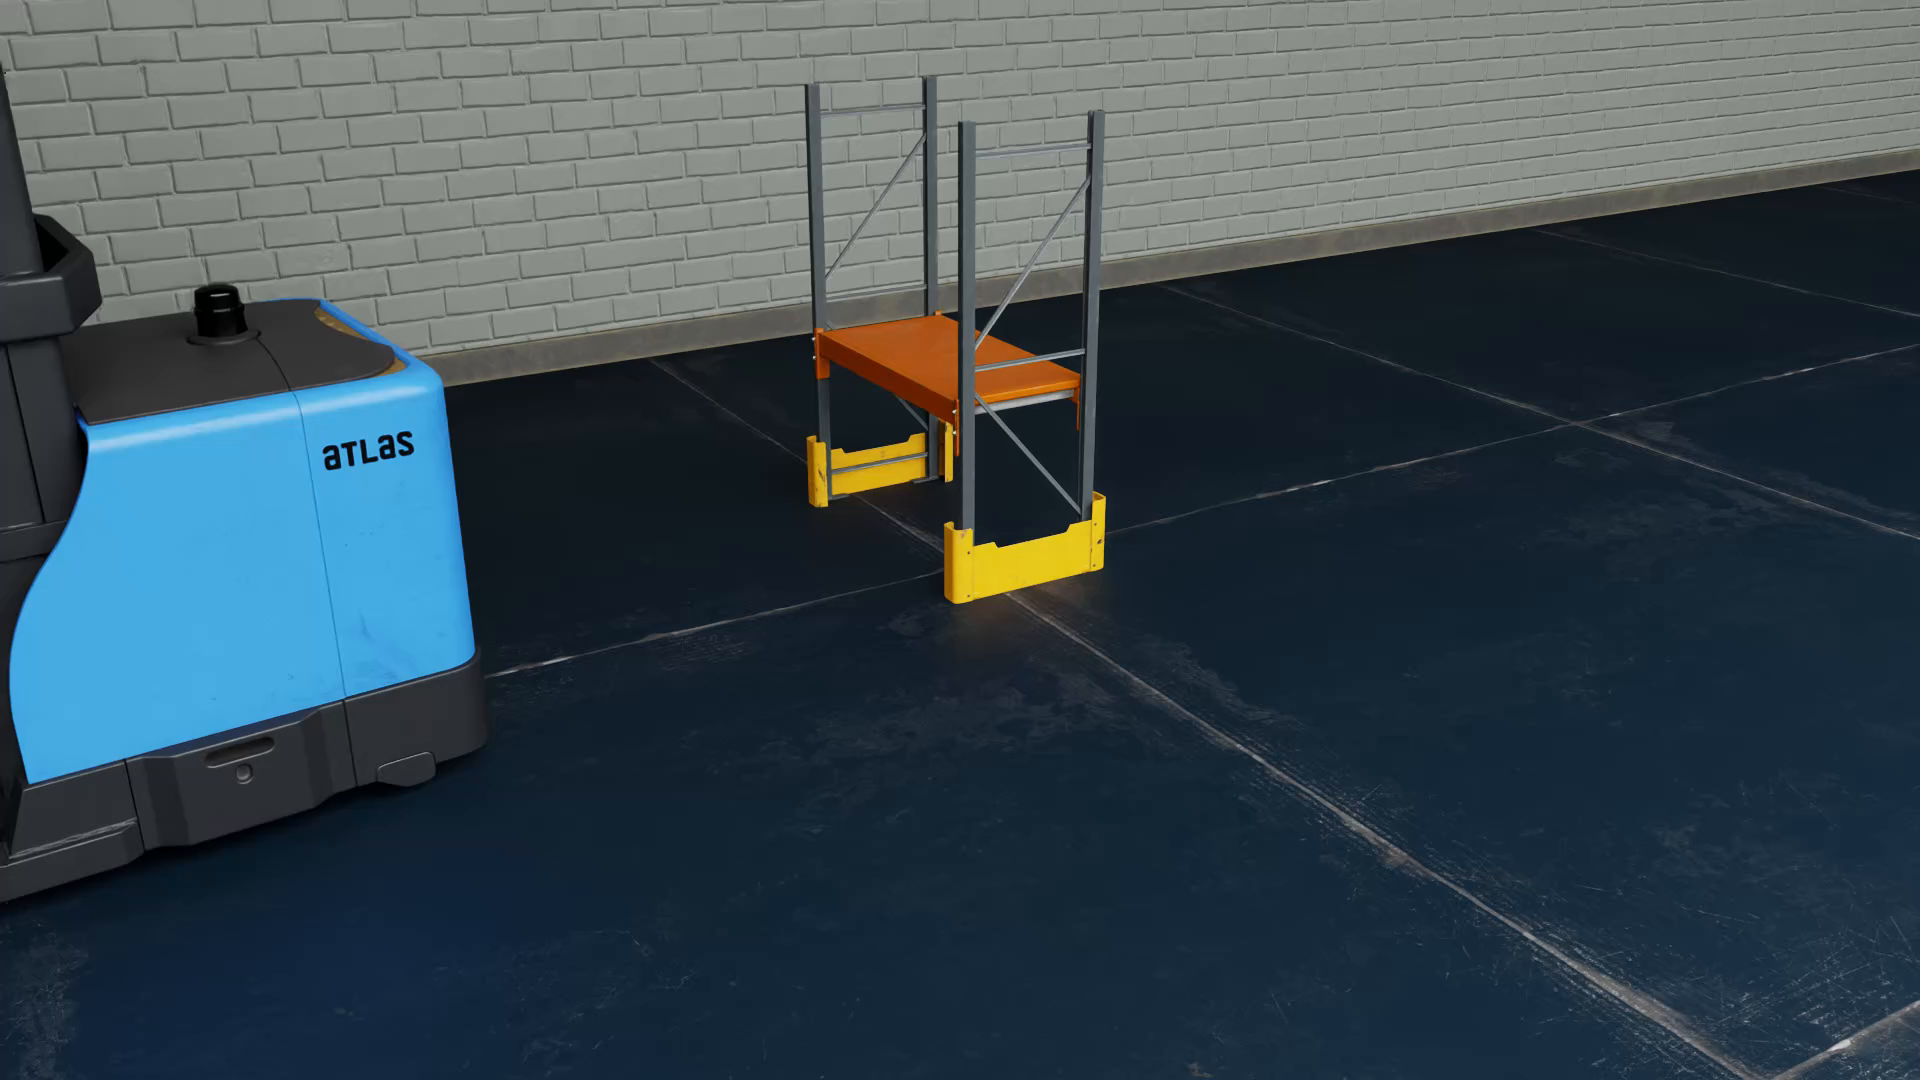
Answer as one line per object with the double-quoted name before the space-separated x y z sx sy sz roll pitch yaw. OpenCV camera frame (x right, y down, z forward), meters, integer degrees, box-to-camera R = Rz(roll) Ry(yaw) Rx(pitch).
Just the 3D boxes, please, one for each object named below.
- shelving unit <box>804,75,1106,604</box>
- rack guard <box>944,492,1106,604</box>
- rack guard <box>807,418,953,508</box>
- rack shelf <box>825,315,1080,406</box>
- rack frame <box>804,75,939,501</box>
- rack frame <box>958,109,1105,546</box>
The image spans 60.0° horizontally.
"shelving unit" -0.039 -0.719 5.590 0.587 1.500 1.083 -13 25 -28
"rack guard" 0.215 0.021 5.429 0.587 0.250 0.087 -13 25 -28
"rack guard" -0.293 -0.302 6.222 0.587 0.250 0.087 -13 25 -28
"rack shelf" -0.044 -0.618 5.640 0.459 0.026 0.952 -13 25 -28
"rack frame" -0.303 -0.887 6.002 0.500 1.500 0.032 -13 25 -28
"rack frame" 0.216 -0.558 5.192 0.500 1.500 0.032 -13 25 -28
